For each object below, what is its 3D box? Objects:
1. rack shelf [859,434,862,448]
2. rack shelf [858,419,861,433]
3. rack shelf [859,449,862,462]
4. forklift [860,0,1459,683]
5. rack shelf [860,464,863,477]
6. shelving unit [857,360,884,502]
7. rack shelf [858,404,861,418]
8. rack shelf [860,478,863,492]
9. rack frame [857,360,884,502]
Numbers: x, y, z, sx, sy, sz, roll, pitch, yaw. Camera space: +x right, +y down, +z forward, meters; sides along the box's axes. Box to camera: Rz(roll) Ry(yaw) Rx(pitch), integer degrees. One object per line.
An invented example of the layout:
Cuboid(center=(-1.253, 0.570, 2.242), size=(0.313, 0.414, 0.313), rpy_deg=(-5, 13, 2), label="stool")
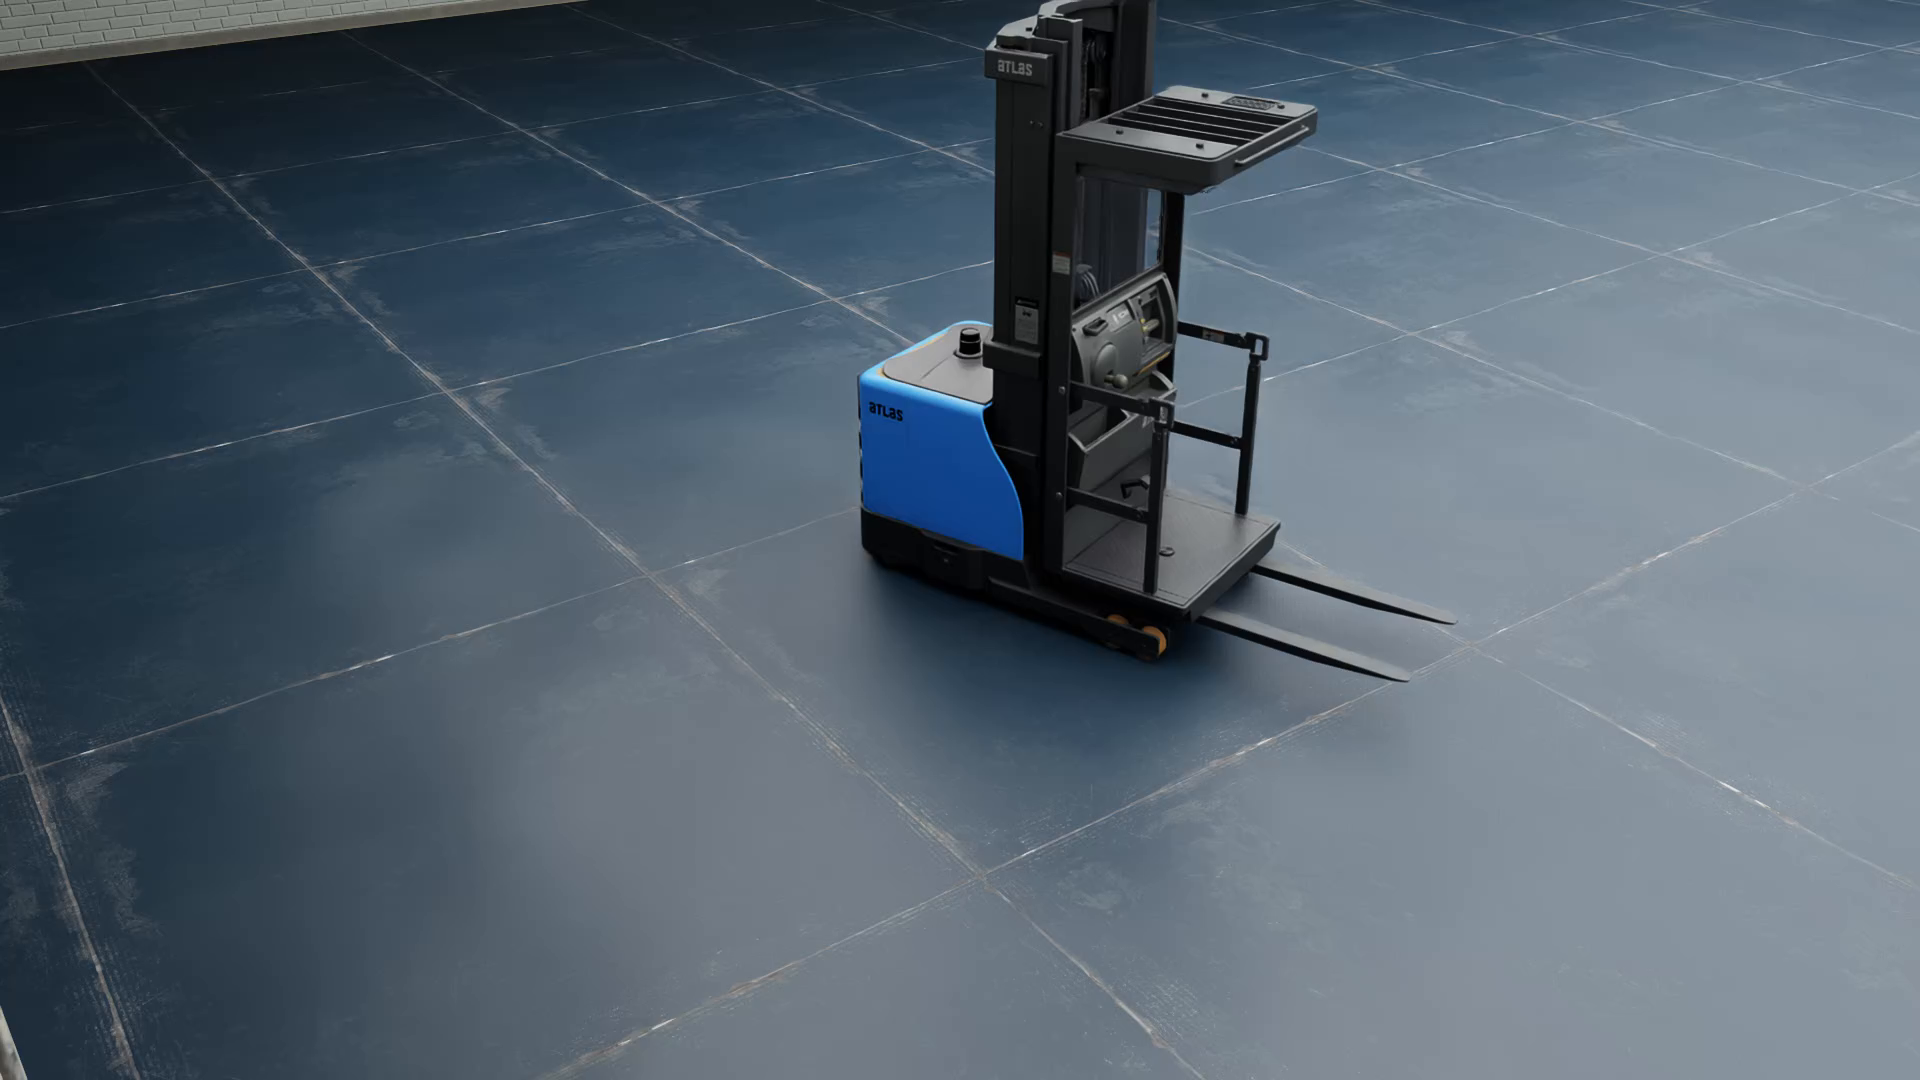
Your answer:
Cuboid(center=(-0.400, -0.564, 9.164), size=(0.200, 0.077, 0.258), rpy_deg=(18, 33, 30), label="rack shelf")
Cuboid(center=(-0.400, -0.643, 9.121), size=(0.200, 0.077, 0.258), rpy_deg=(18, 33, 30), label="rack shelf")
Cuboid(center=(-0.400, -0.485, 9.207), size=(0.200, 0.077, 0.258), rpy_deg=(18, 33, 30), label="rack shelf")
Cuboid(center=(0.972, -0.989, 7.939), size=(3.031, 2.935, 1.130), rpy_deg=(18, 33, 30), label="forklift")
Cuboid(center=(-0.400, -0.406, 9.250), size=(0.200, 0.077, 0.258), rpy_deg=(18, 33, 30), label="rack shelf")
Cuboid(center=(-0.400, -0.514, 9.191), size=(0.210, 0.900, 0.258), rpy_deg=(18, 33, 30), label="shelving unit")
Cuboid(center=(-0.400, -0.722, 9.078), size=(0.200, 0.077, 0.258), rpy_deg=(18, 33, 30), label="rack shelf")
Cuboid(center=(-0.400, -0.327, 9.293), size=(0.200, 0.077, 0.258), rpy_deg=(18, 33, 30), label="rack shelf")
Cuboid(center=(-0.484, -0.541, 9.242), size=(0.006, 0.900, 0.240), rpy_deg=(18, 33, 30), label="rack frame")
